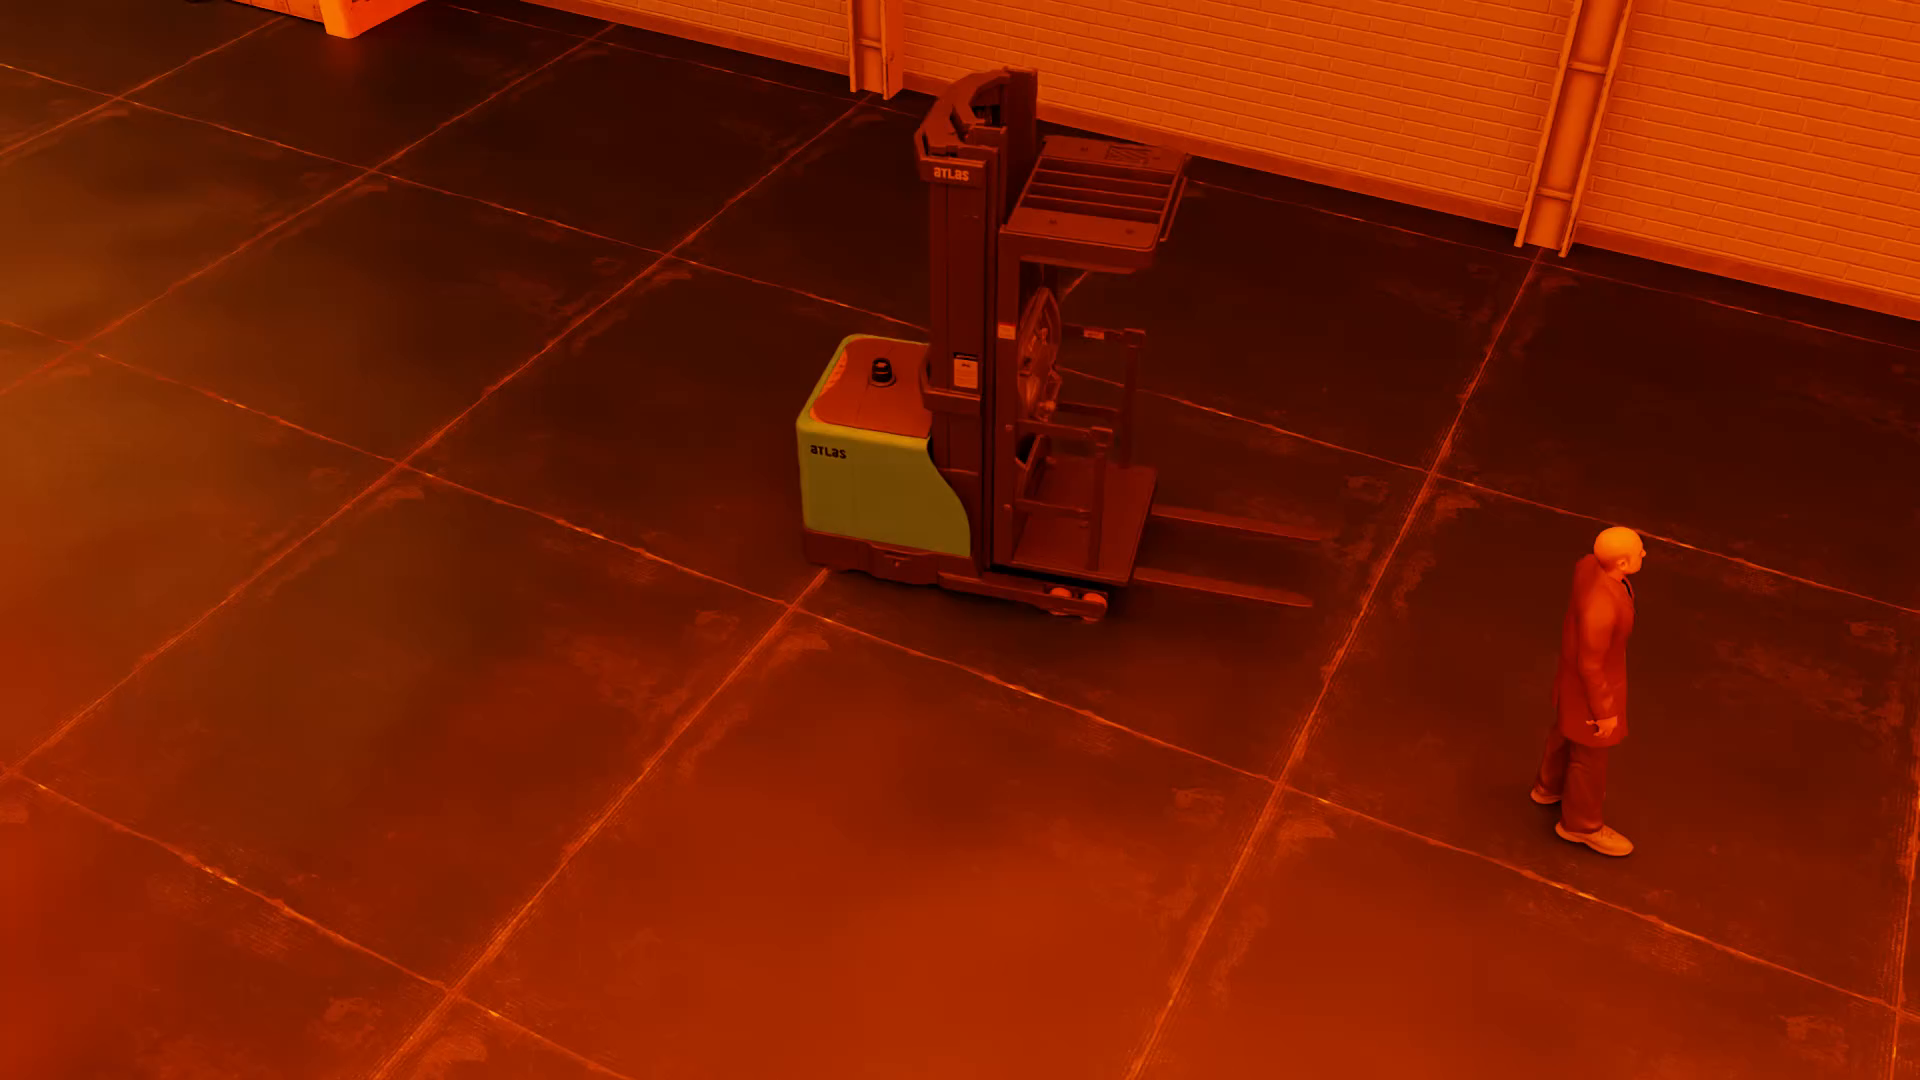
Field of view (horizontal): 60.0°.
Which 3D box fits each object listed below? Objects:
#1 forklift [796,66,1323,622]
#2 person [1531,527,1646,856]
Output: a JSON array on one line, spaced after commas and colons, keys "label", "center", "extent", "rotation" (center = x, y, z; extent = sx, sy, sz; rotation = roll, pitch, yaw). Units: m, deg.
[{"label": "forklift", "center": [0.625, -1.027, 9.206], "extent": [3.031, 2.935, 1.130], "rotation": [10, 41, 11]}, {"label": "person", "center": [3.156, 0.687, 8.056], "extent": [0.581, 1.776, 0.694], "rotation": [8, 41, 9]}]
